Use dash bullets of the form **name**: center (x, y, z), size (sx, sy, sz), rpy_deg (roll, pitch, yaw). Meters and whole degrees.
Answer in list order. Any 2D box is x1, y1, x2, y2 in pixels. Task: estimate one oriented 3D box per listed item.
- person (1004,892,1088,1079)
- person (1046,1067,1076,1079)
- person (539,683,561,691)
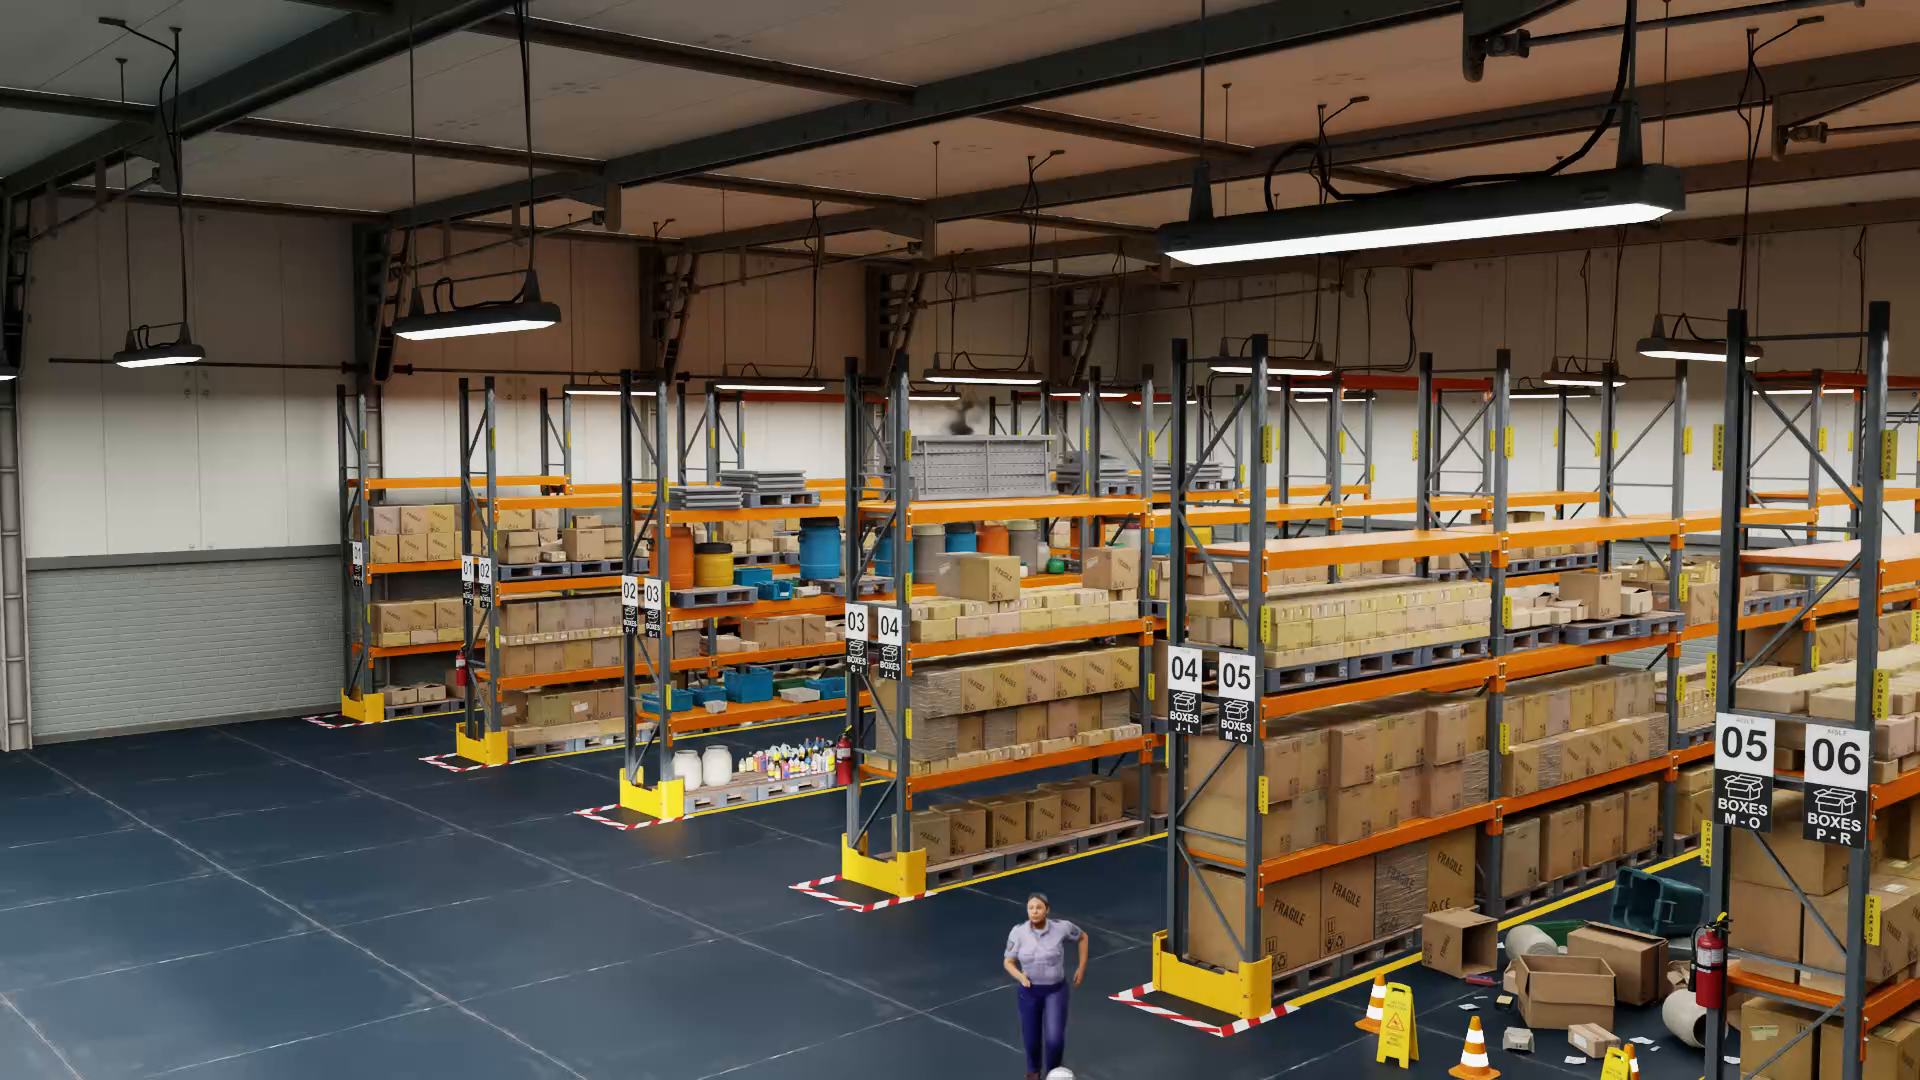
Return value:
- **person**: center (0.651, 3.502, 12.804), size (0.621, 1.600, 0.780), rpy_deg (1, 4, 11)
- **person**: center (0.557, 3.744, 9.289), size (0.605, 1.614, 0.539), rpy_deg (0, 4, 5)
- **person**: center (-7.084, 2.368, 28.911), size (0.687, 1.793, 0.827), rpy_deg (3, 5, 41)
